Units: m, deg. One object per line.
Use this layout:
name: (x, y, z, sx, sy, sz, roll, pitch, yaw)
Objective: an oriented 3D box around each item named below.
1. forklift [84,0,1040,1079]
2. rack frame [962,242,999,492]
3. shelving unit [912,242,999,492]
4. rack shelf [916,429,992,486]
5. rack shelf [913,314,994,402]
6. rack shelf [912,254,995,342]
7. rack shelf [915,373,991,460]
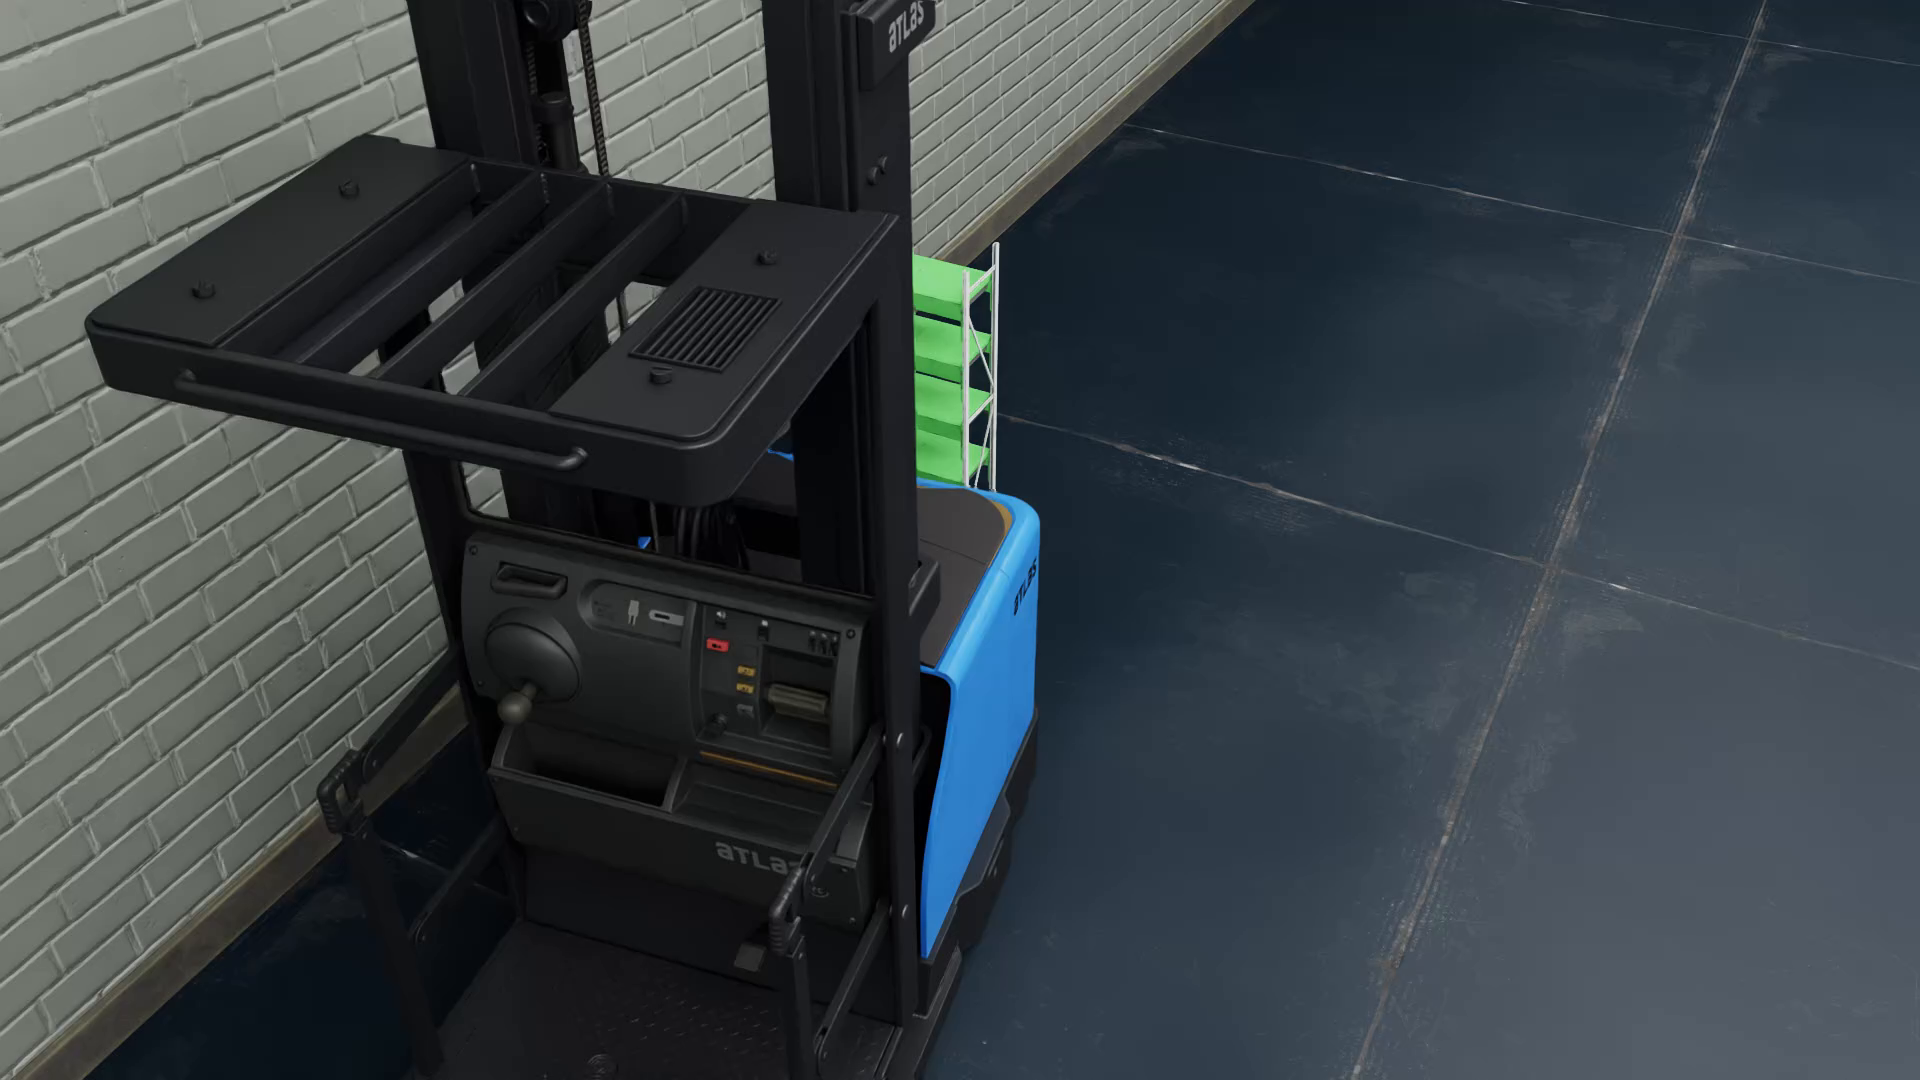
forklift: (-0.715, 0.327, 3.395, 1.130, 2.935, 3.031, 11, 39, 15)
rack frame: (0.070, -0.456, 5.858, 0.015, 1.200, 0.240, 17, 41, 21)
shelving unit: (-0.147, -0.524, 5.948, 0.503, 1.200, 0.258, 17, 41, 21)
rack shelf: (-0.147, -0.282, 6.132, 0.480, 0.148, 0.258, 17, 41, 21)
rack shelf: (-0.147, -0.664, 5.841, 0.480, 0.148, 0.258, 17, 41, 21)
rack shelf: (-0.147, -0.855, 5.696, 0.480, 0.148, 0.258, 17, 41, 21)
rack shelf: (-0.147, -0.473, 5.987, 0.480, 0.148, 0.258, 17, 41, 21)
